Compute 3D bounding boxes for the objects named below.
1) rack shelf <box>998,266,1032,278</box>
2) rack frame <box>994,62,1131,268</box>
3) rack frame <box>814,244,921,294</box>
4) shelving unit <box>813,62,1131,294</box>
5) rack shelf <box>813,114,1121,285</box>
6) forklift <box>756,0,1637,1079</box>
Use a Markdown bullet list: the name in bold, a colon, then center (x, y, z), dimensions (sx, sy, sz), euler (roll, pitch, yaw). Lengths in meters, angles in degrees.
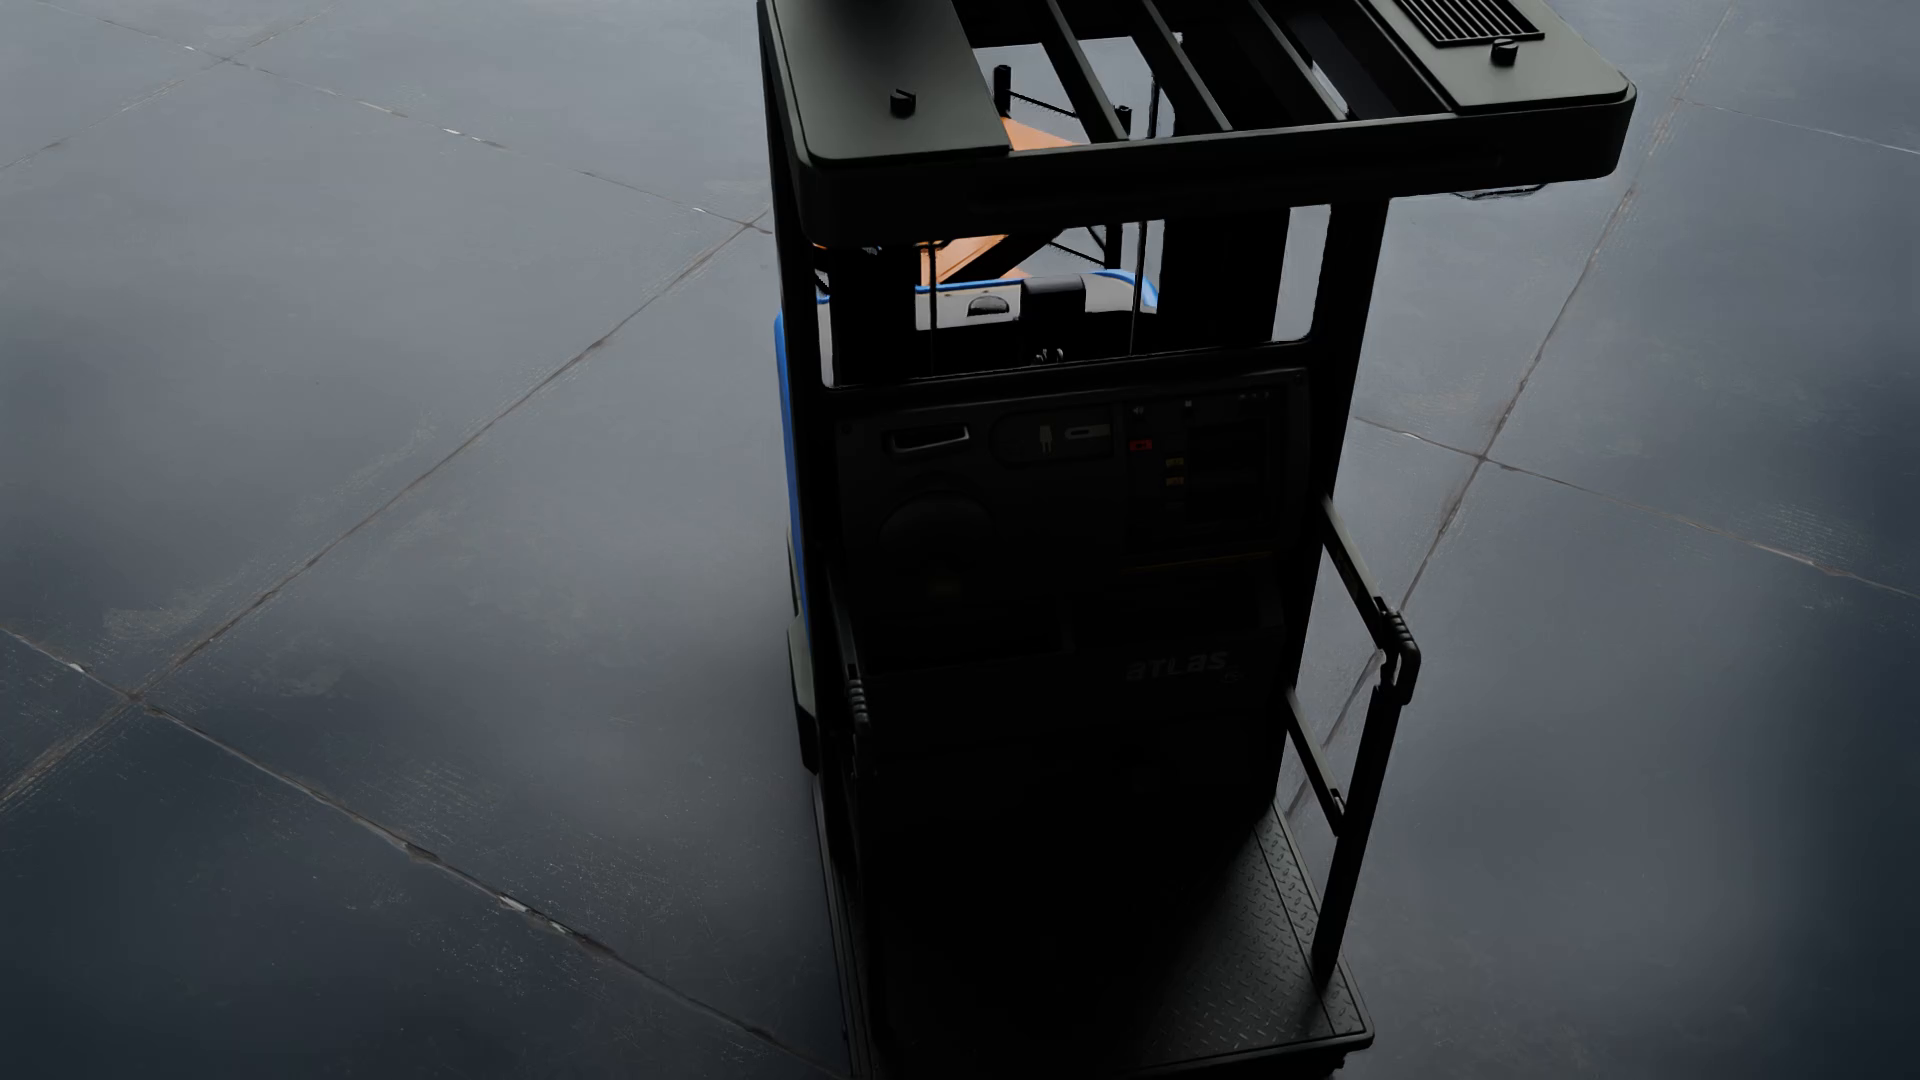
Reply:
- **rack shelf**: center (0.001, -0.535, 5.376), dimensions (0.538, 0.278, 1.000), euler (27, 48, 27)
- **rack frame**: center (0.314, -0.983, 5.516), dimensions (0.500, 1.125, 0.032), euler (27, 48, 27)
- **rack frame**: center (-0.311, -0.453, 4.914), dimensions (0.500, 1.125, 0.032), euler (27, 48, 27)
- **shelving unit**: center (0.001, -0.718, 5.215), dimensions (0.538, 1.125, 1.048), euler (27, 48, 27)
- **rack shelf**: center (0.001, -0.938, 5.021), dimensions (0.538, 0.278, 1.000), euler (27, 48, 27)
- **forklift**: center (0.266, -0.026, 3.061), dimensions (1.130, 2.935, 3.031), euler (-7, 42, -8)
